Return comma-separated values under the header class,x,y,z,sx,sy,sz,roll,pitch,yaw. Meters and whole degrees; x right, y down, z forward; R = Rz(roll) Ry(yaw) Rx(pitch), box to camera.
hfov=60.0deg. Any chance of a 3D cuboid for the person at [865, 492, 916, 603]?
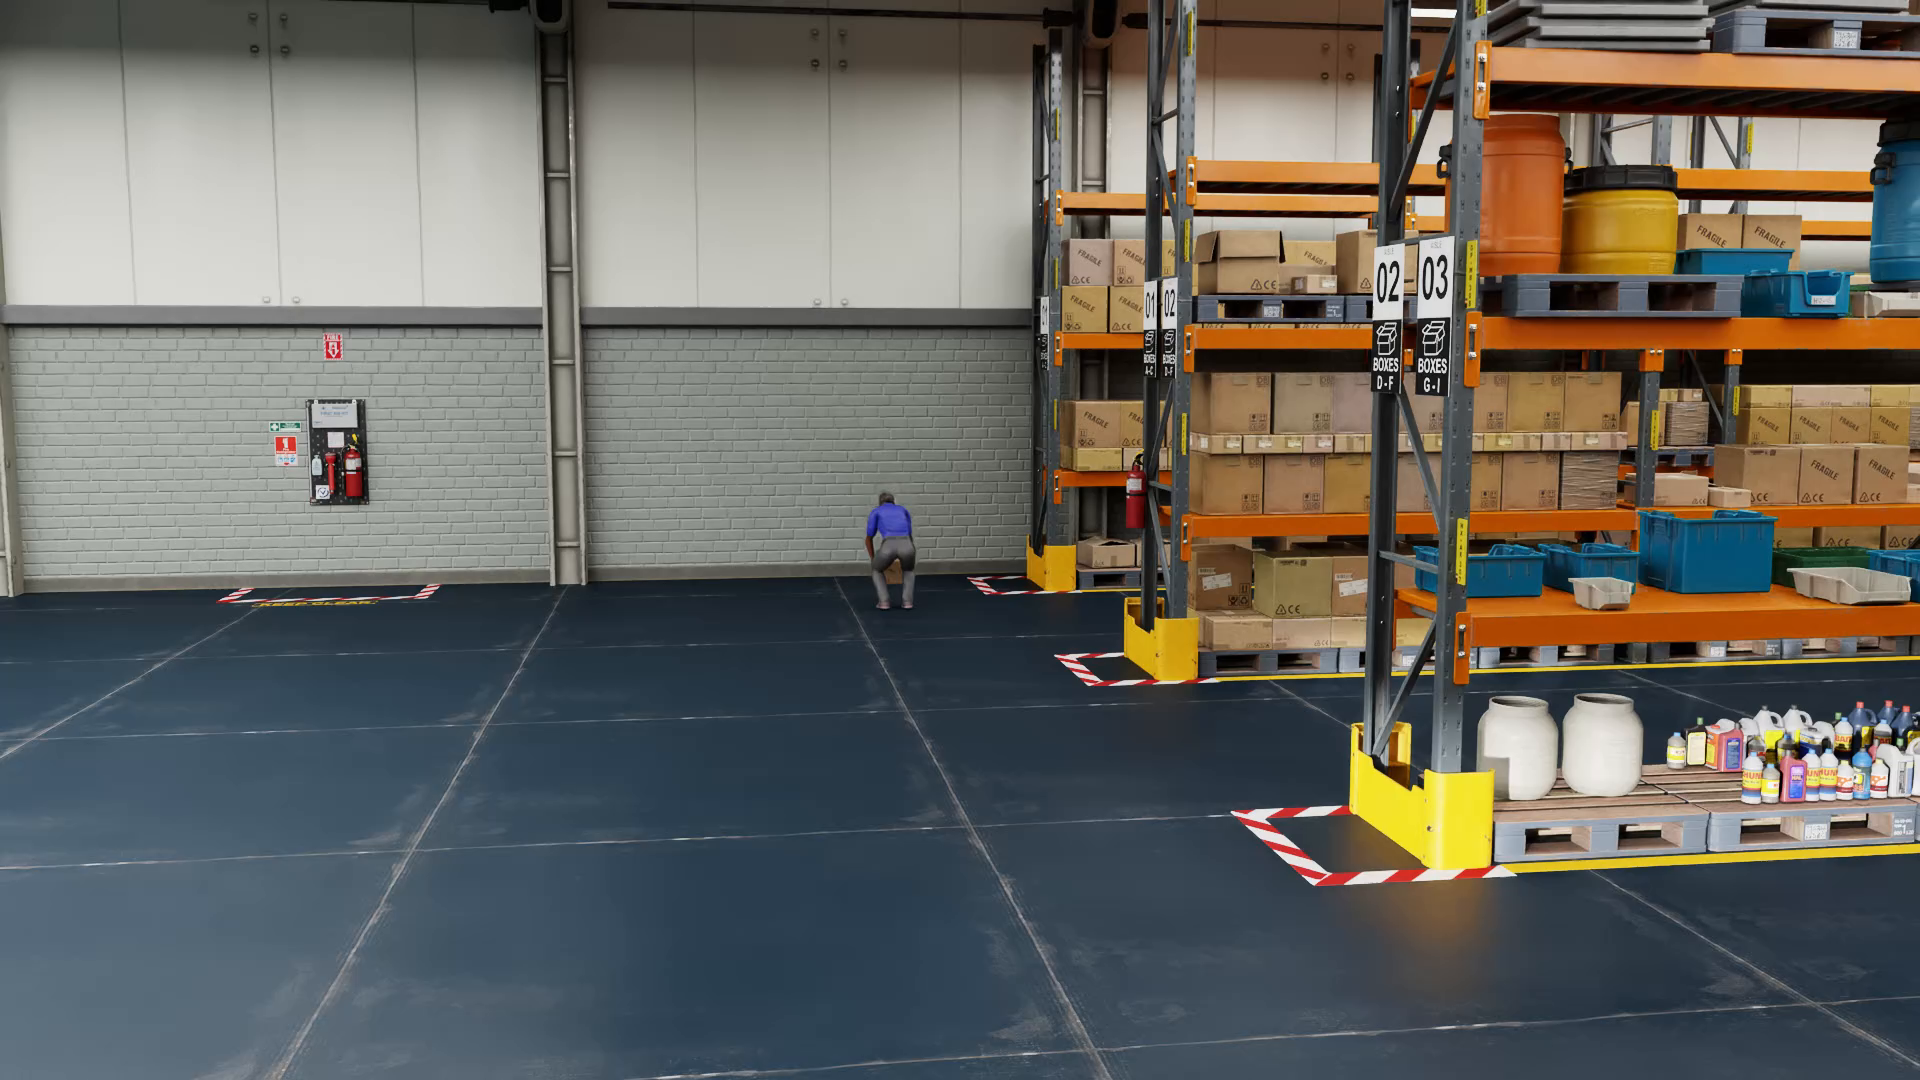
class,x,y,z,sx,sy,sz,roll,pitch,yaw
person,-0.707,0.087,17.021,0.501,1.112,0.726,-1,7,-9
